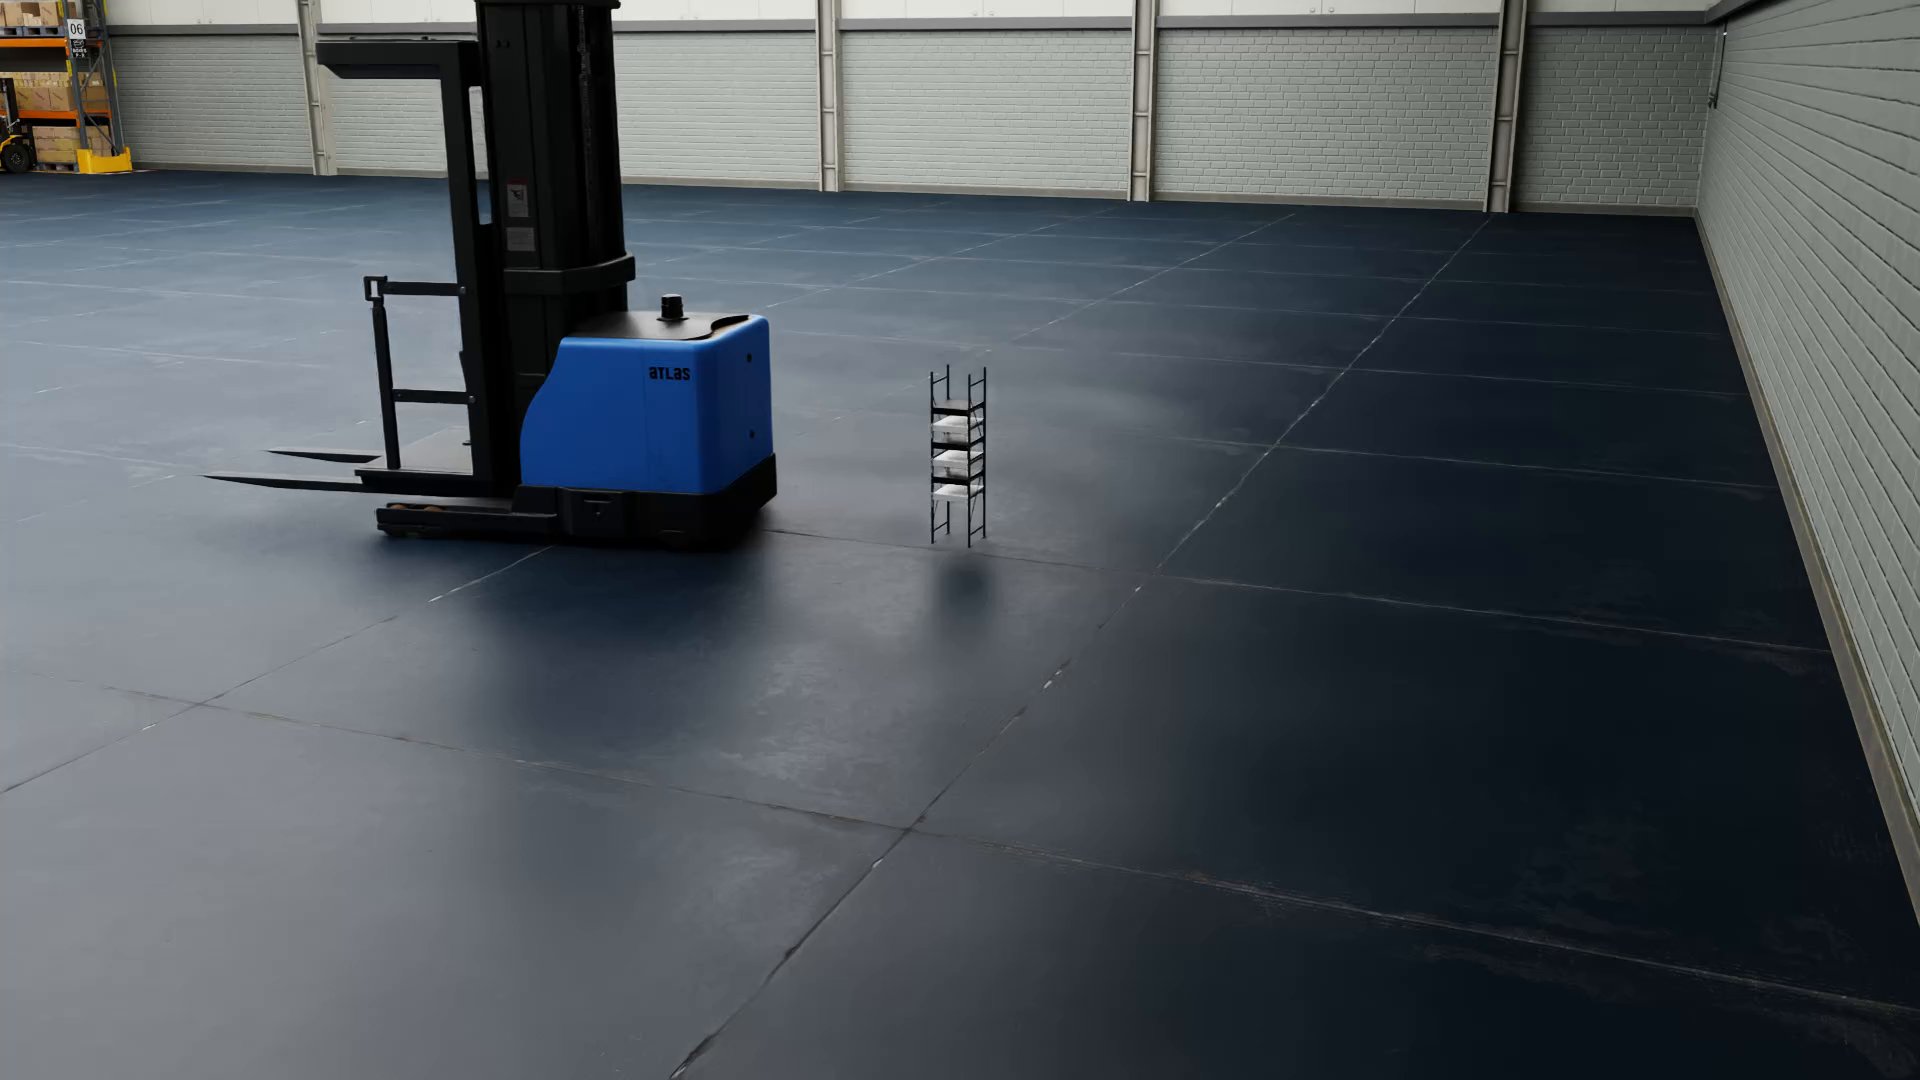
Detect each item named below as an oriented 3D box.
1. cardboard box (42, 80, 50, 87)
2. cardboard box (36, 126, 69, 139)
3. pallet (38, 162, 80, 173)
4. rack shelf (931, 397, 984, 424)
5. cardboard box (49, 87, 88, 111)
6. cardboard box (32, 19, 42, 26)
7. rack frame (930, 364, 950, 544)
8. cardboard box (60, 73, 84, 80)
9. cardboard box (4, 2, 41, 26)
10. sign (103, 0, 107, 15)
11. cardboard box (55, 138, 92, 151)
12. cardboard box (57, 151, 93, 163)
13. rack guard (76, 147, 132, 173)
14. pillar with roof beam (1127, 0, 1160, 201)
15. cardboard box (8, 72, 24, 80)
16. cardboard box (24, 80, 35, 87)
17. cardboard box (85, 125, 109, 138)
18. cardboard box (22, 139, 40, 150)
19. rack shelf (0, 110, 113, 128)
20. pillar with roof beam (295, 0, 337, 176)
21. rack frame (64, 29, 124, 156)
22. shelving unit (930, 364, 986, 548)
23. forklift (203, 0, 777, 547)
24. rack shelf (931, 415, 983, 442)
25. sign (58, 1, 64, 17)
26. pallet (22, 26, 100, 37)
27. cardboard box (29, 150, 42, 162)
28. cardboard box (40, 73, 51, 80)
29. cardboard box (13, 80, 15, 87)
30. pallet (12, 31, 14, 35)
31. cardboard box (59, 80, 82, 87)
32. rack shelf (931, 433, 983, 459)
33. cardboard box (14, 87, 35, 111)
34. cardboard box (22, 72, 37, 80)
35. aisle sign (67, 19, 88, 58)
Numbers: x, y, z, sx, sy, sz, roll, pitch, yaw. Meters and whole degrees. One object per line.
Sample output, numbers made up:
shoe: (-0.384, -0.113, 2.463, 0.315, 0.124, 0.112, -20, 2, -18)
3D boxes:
cardboard box: (-19.730, -9.948, 36.219, 0.250, 0.149, 0.380, 7, 17, 22)
cardboard box: (-19.857, -8.944, 36.486, 0.500, 0.250, 0.500, 7, 17, 22)
pallet: (-19.564, -8.294, 36.863, 1.213, 0.211, 1.003, 6, 17, 21)
rack shelf: (-0.008, -0.660, 8.485, 0.200, 0.077, 0.258, 6, 17, 21)
cardboard box: (-19.391, -9.595, 36.167, 0.500, 0.500, 0.500, 6, 17, 19)
cardboard box: (-19.719, -11.141, 35.807, 0.250, 0.149, 0.380, 6, 17, 19)
rack frame: (-0.102, -0.443, 8.587, 0.006, 0.900, 0.240, 6, 17, 21)
cardboard box: (-19.248, -10.050, 36.034, 0.250, 0.149, 0.380, 6, 17, 21)
cardboard box: (-20.254, -11.416, 36.126, 0.500, 0.500, 0.700, 6, 17, 21)
sign: (-18.628, -11.607, 36.184, 0.005, 0.325, 0.100, 6, 17, 21)
cardboard box: (-19.405, -8.655, 36.389, 0.500, 0.250, 0.500, 6, 17, 20)
cardboard box: (-19.390, -8.413, 36.450, 0.500, 0.250, 0.500, 6, 17, 21)
rack guard: (-18.815, -8.362, 36.582, 0.348, 0.500, 1.175, 6, 17, 21)
pillar with roof beam: (1.592, -9.180, 24.153, 0.400, 9.000, 9.100, 6, 17, 21)
cardboard box: (-20.677, -10.205, 36.569, 0.250, 0.149, 0.380, 7, 17, 21)
cardboard box: (-20.222, -9.992, 36.368, 0.250, 0.149, 0.380, 6, 17, 19)
cardboard box: (-19.215, -9.025, 36.766, 0.500, 0.250, 0.500, 6, 17, 20)
cardboard box: (-20.355, -8.757, 36.739, 0.500, 0.250, 0.500, 6, 17, 19)
rack shelf: (-20.698, -9.424, 37.047, 4.000, 0.370, 1.077, 6, 17, 21)
pillar with roof beam: (-15.152, -11.021, 30.496, 0.400, 9.000, 9.100, 6, 17, 21)
rack frame: (-18.837, -9.565, 36.242, 0.127, 3.000, 1.000, 6, 17, 21)
shelving unit: (-0.008, -0.433, 8.551, 0.210, 0.900, 0.258, 6, 17, 21)
forklift: (-2.593, -1.556, 8.775, 3.031, 2.935, 1.130, 3, 16, 11)
rack shelf: (-0.008, -0.574, 8.510, 0.200, 0.077, 0.258, 6, 17, 21)
sign: (-19.049, -11.254, 35.231, 0.005, 0.325, 0.100, 6, 17, 21)
pallet: (-19.485, -11.042, 36.108, 1.213, 0.211, 1.003, 6, 17, 21)
cardboard box: (-20.311, -8.519, 36.818, 0.500, 0.250, 0.500, 6, 17, 21)
cardboard box: (-19.742, -10.087, 36.161, 0.250, 0.149, 0.380, 7, 17, 22)
cardboard box: (-20.664, -10.061, 36.608, 0.250, 0.149, 0.380, 6, 17, 20)
pallet: (-21.755, -11.292, 36.968, 1.213, 0.211, 1.003, 6, 17, 21)
cardboard box: (-19.263, -9.888, 36.009, 0.250, 0.149, 0.380, 7, 17, 21)
rack shelf: (-0.008, -0.487, 8.535, 0.200, 0.077, 0.258, 6, 17, 21)
cardboard box: (-20.347, -9.703, 36.538, 0.500, 0.500, 0.500, 6, 17, 20)
cardboard box: (-20.229, -10.129, 36.308, 0.250, 0.149, 0.380, 7, 18, 22)
aisle sign: (-18.884, -10.731, 35.594, 0.004, 0.787, 0.394, 6, 17, 21)
